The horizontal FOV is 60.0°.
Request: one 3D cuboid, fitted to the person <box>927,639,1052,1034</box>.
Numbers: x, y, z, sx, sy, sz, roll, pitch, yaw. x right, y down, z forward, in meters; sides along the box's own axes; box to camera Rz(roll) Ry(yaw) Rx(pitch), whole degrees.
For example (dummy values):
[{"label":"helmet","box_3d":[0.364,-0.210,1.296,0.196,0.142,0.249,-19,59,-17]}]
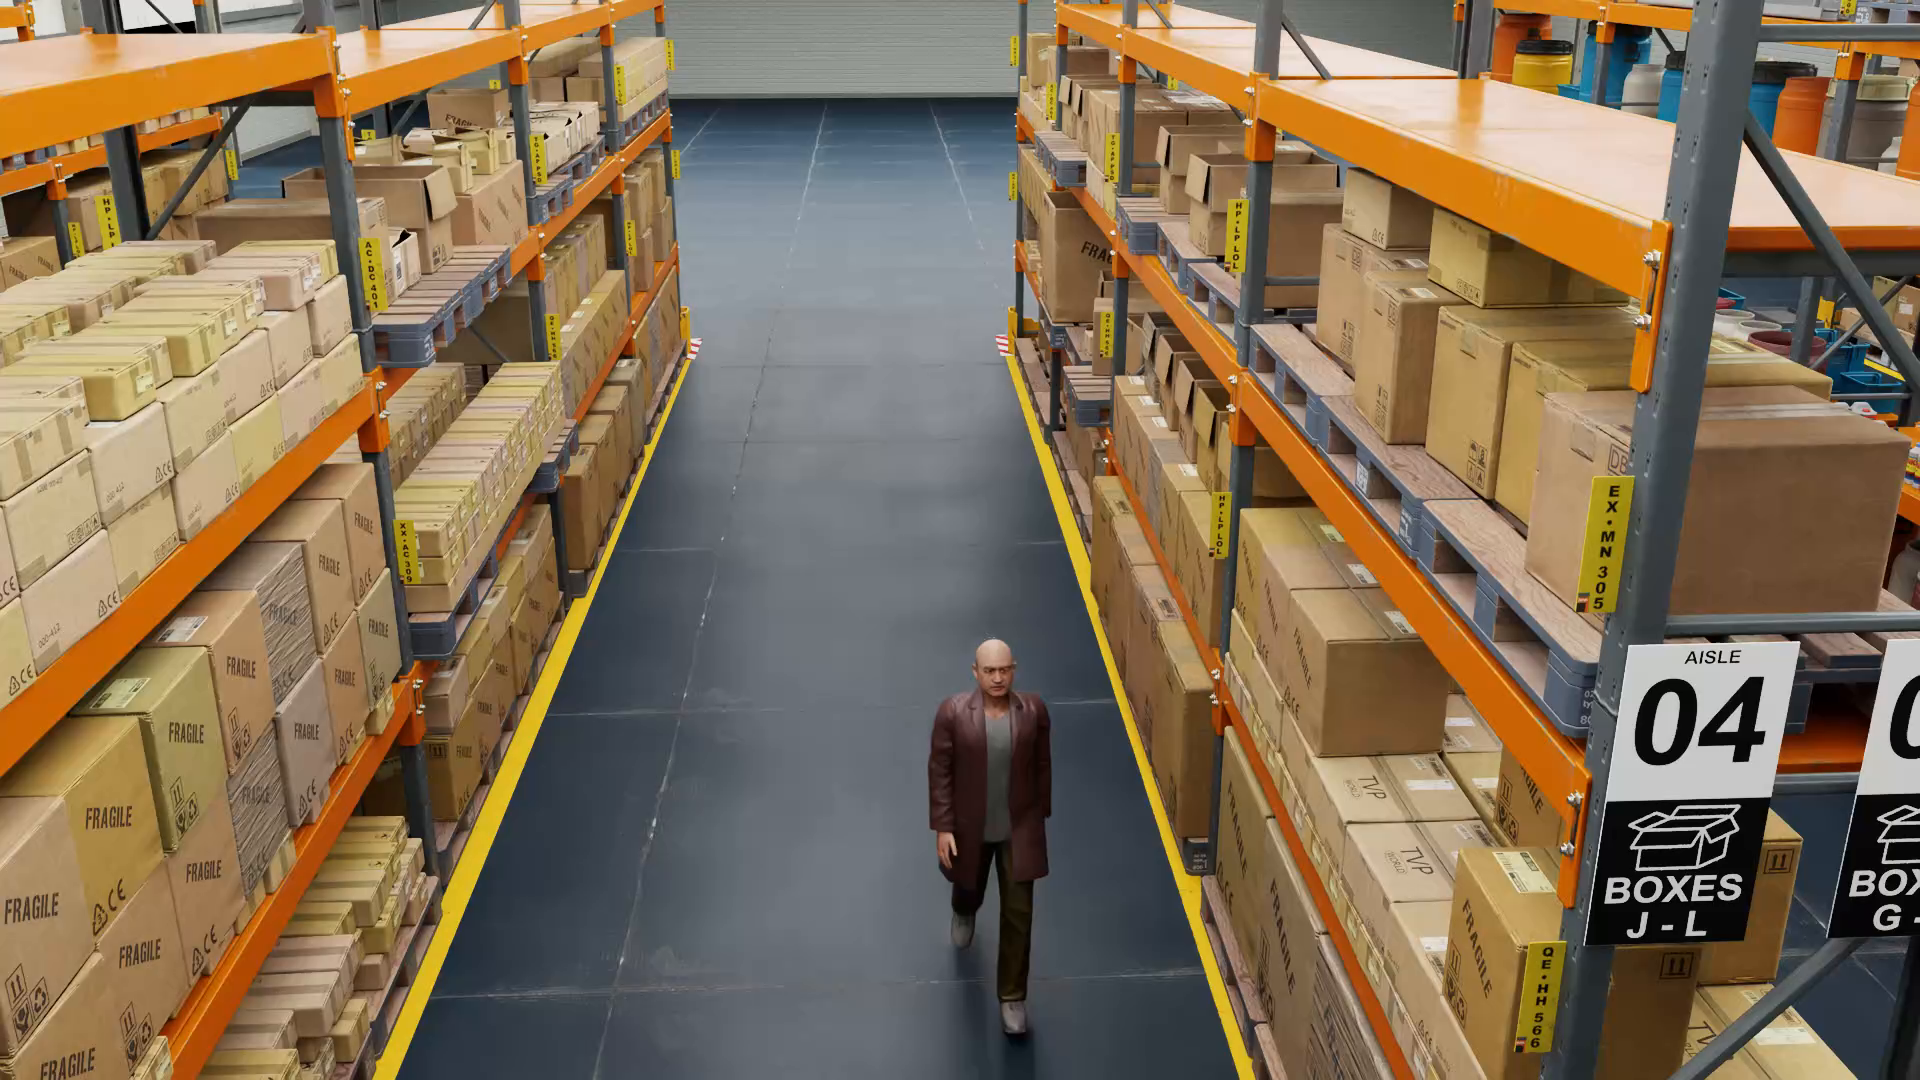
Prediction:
[{"label":"person","box_3d":[0.139,1.275,7.599,0.574,1.748,0.969,-1,20,-3]}]
